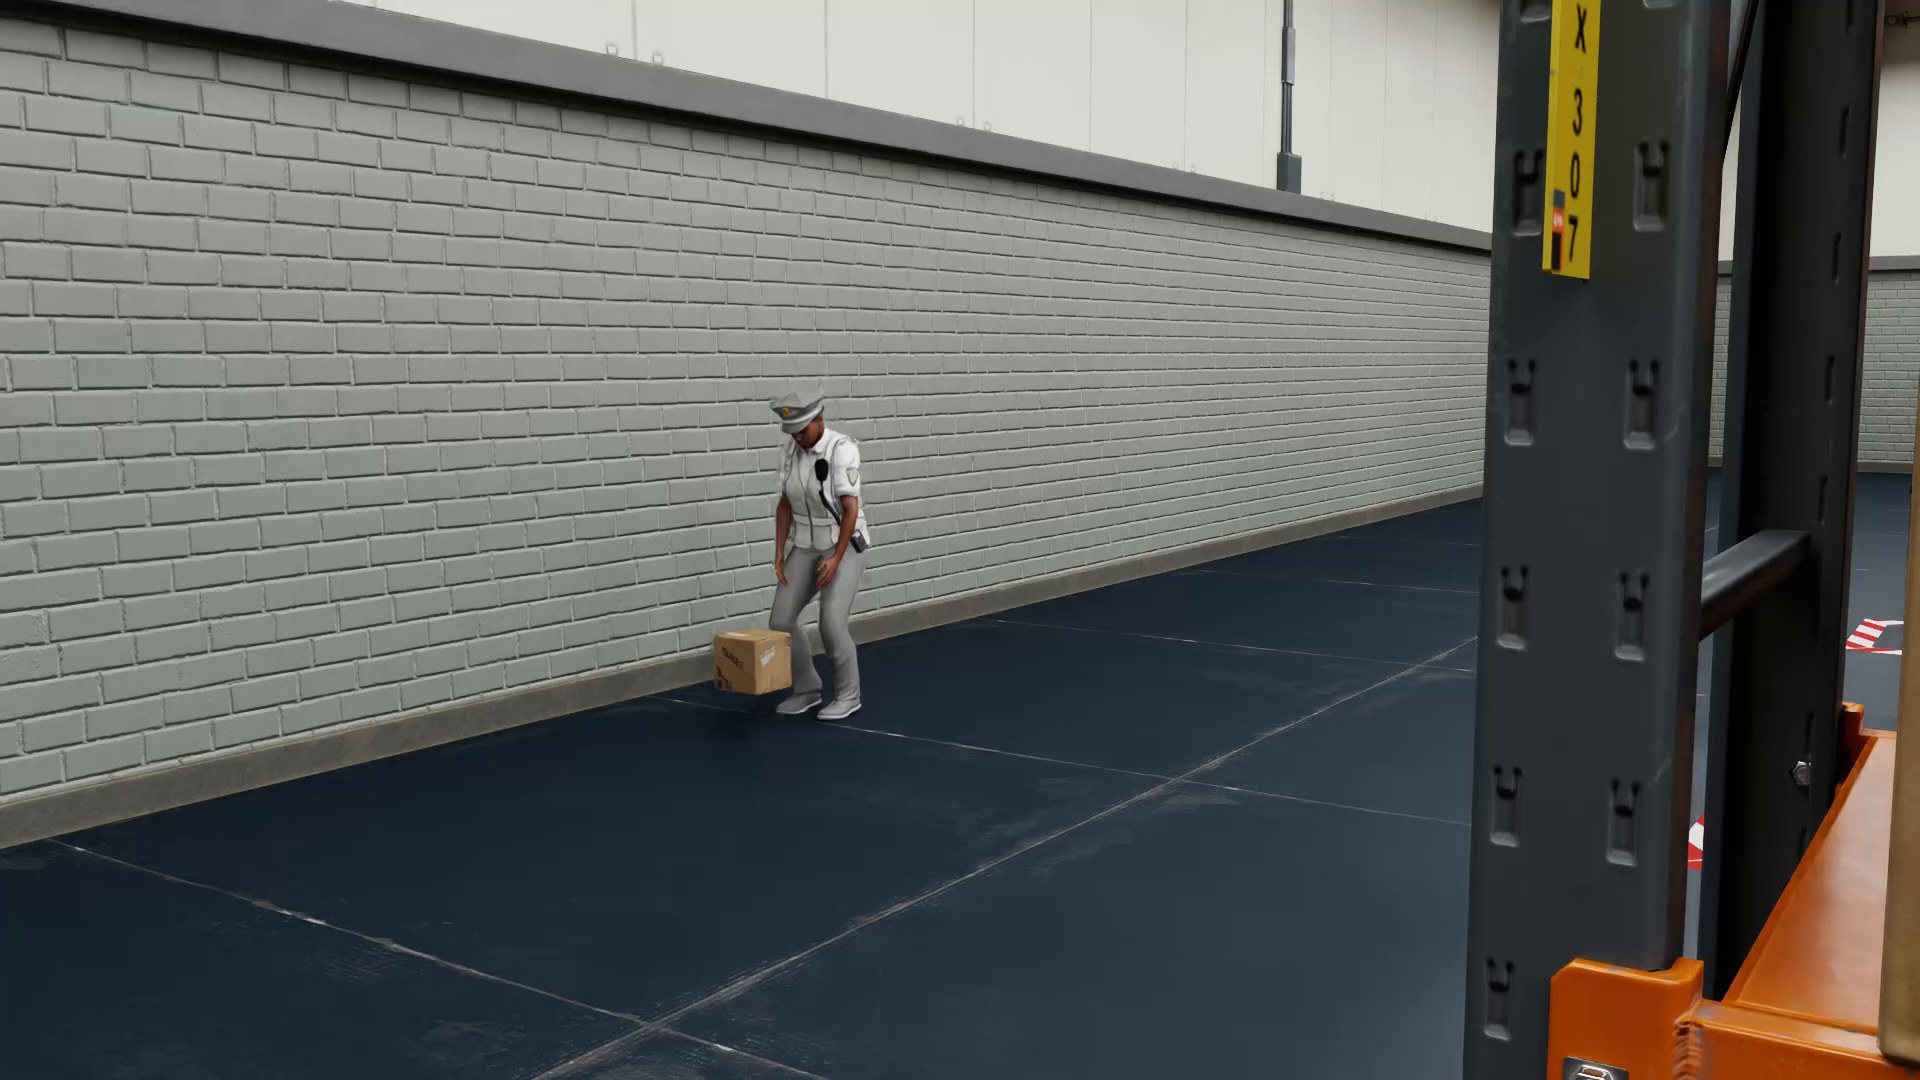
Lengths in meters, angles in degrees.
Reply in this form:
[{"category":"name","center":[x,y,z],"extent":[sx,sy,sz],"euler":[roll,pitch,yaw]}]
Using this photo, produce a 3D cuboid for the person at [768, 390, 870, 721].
[{"category":"person","center":[-0.665,0.069,7.901],"extent":[0.476,1.563,0.541],"euler":[4,8,35]}]
